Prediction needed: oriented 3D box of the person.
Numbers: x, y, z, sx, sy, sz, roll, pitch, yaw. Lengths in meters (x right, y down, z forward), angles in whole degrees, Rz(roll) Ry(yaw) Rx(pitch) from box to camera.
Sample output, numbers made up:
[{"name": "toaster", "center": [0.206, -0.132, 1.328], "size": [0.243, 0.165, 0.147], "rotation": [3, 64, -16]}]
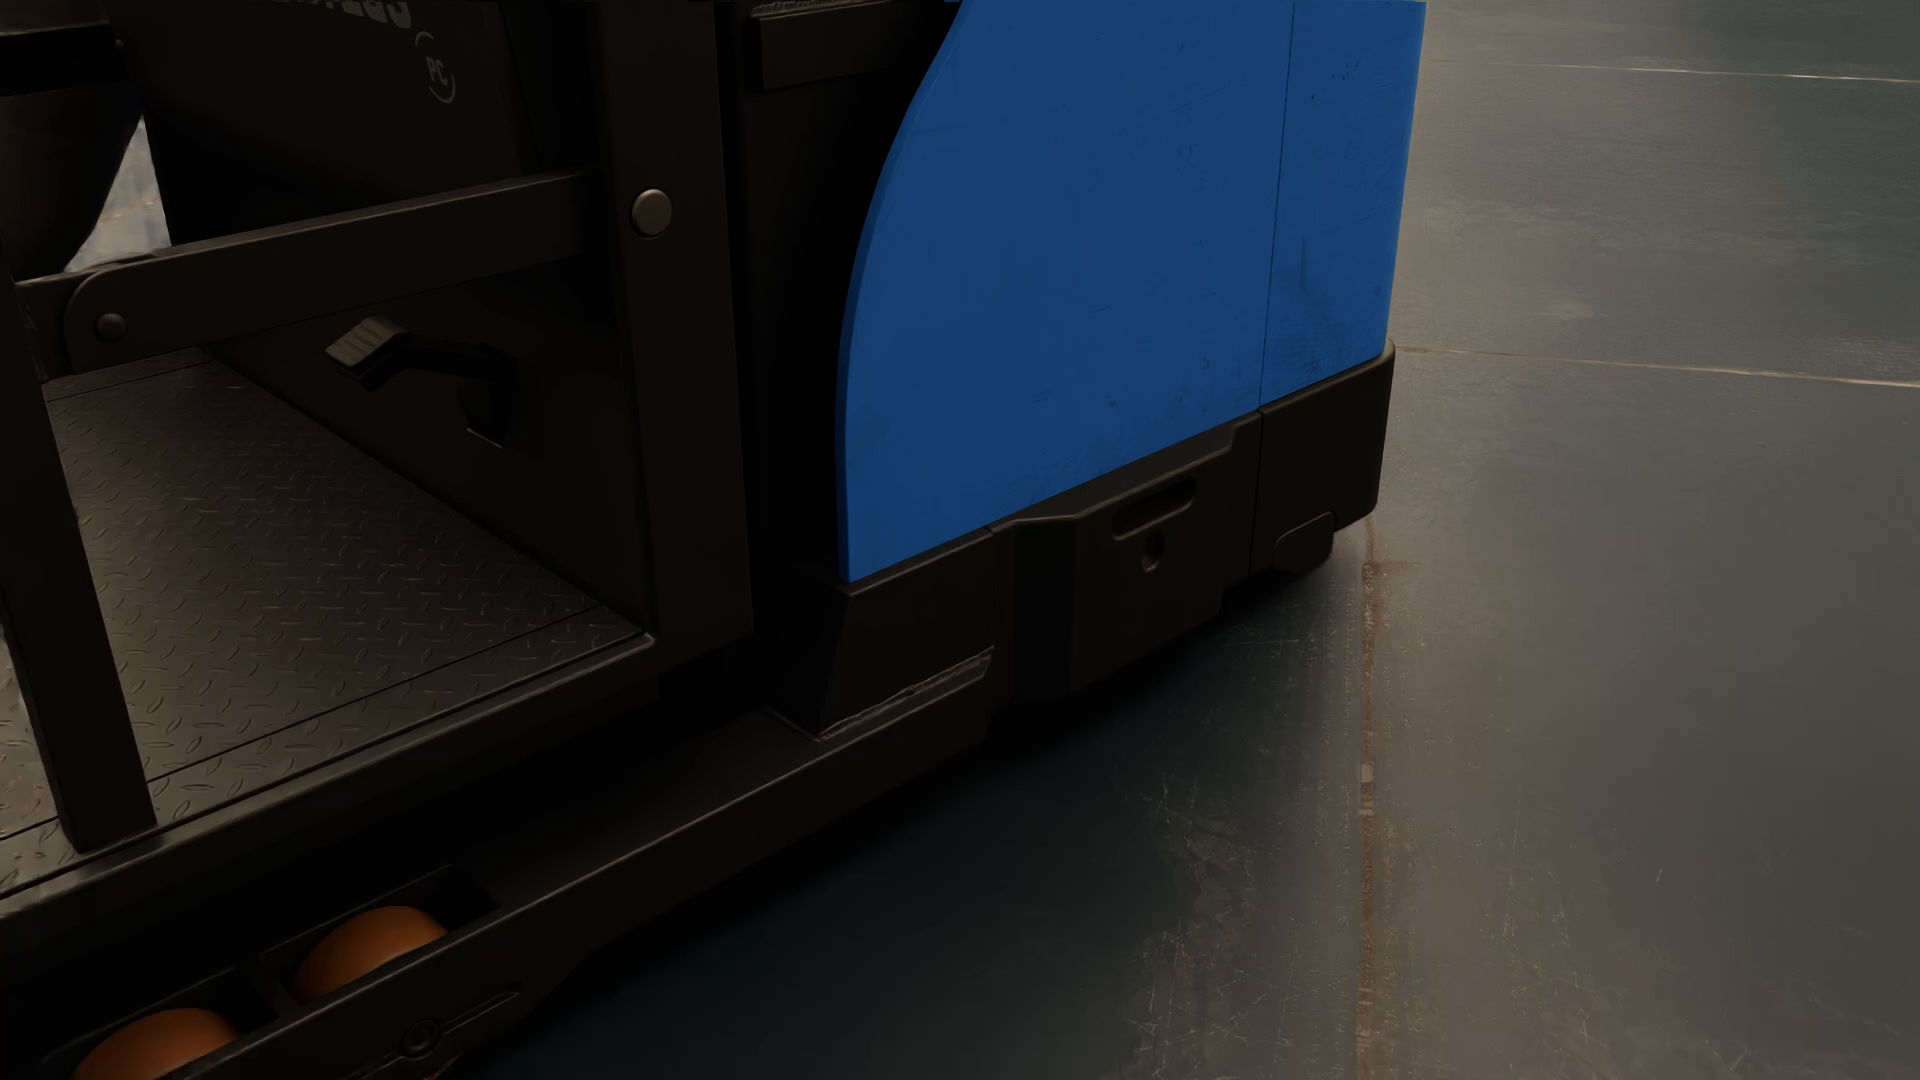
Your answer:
[{"name": "person", "center": [-1.323, -0.733, 2.292], "size": [0.925, 1.530, 0.688], "rotation": [-2, 27, -5]}]

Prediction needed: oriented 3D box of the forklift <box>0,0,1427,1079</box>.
[{"name": "forklift", "center": [-0.795, -1.010, 1.248], "size": [3.031, 2.935, 1.130], "rotation": [-23, 35, -38]}]
